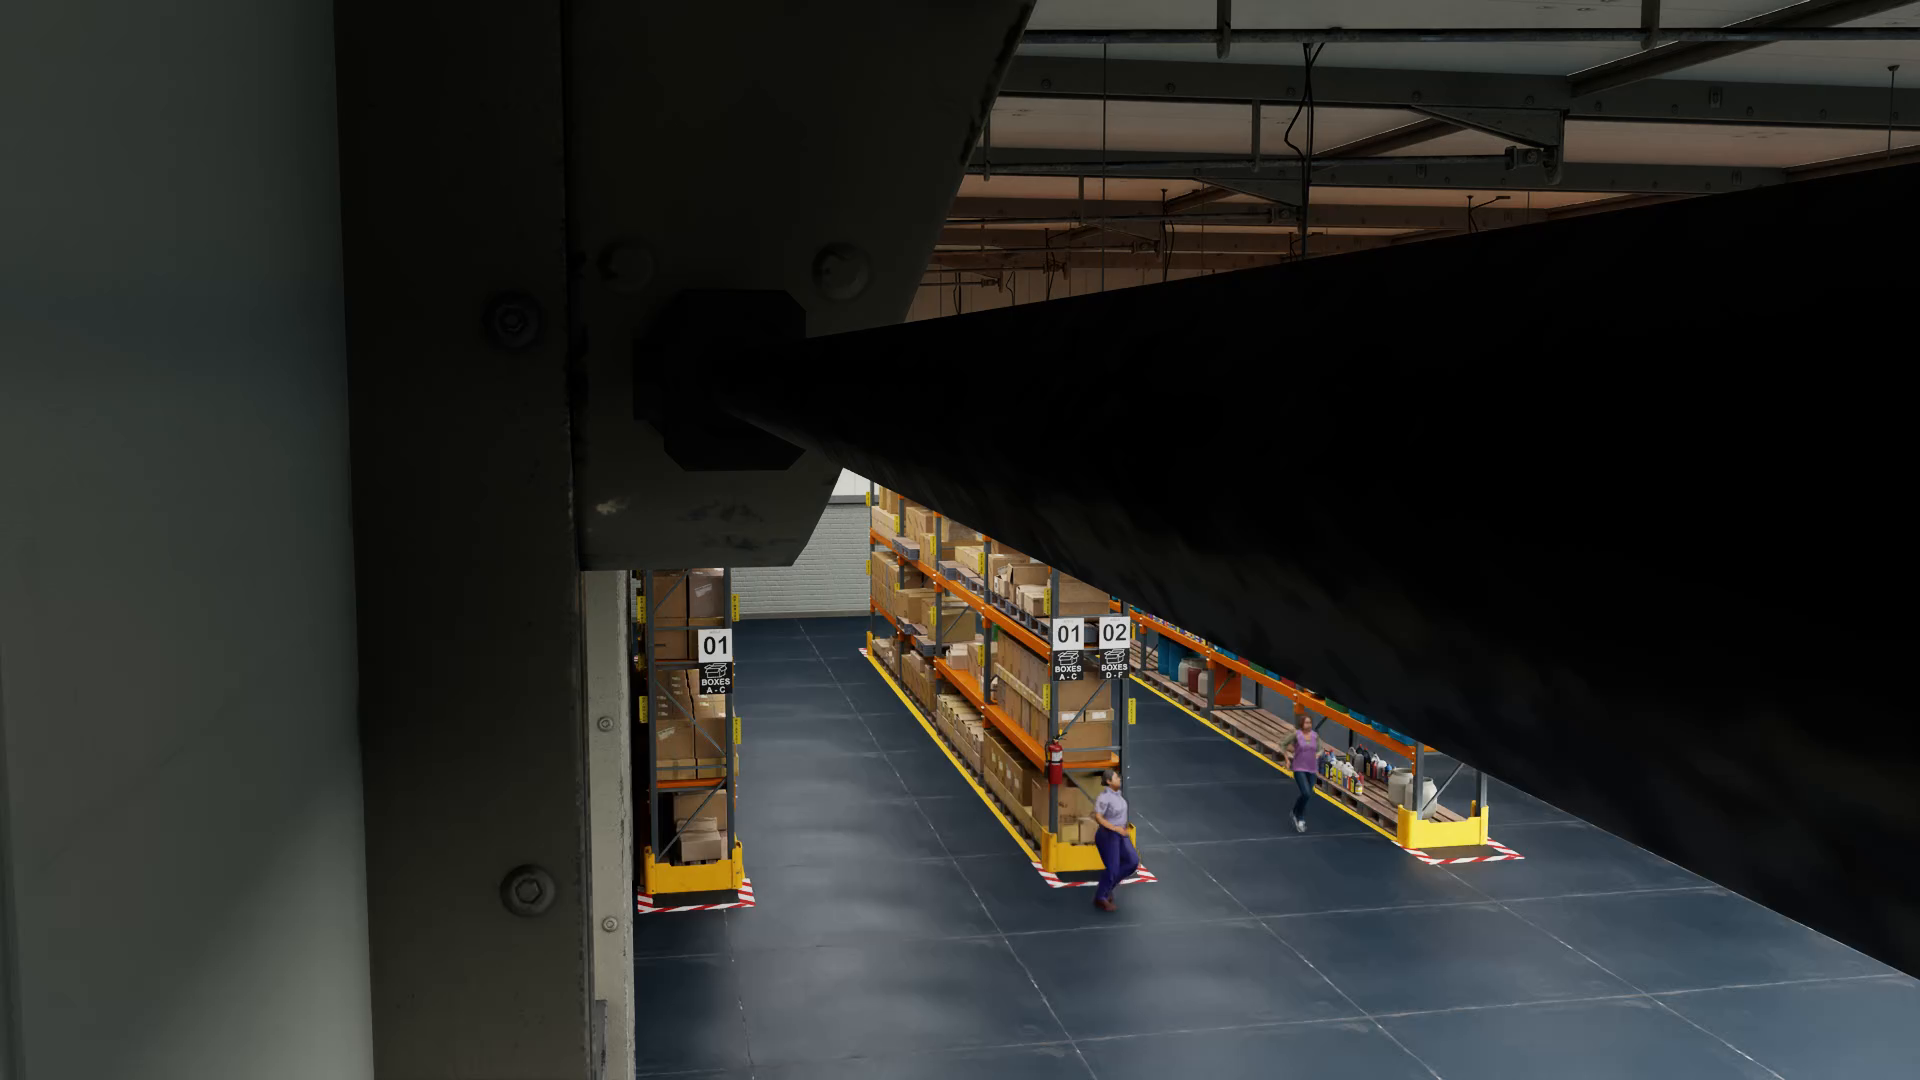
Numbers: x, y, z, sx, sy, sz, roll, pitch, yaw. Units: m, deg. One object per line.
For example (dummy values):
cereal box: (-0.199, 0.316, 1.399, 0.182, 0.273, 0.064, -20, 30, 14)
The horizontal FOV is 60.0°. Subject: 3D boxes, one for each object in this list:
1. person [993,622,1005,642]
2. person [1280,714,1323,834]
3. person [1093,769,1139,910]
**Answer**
person: (0.790, 1.783, 35.029, 0.642, 1.697, 0.638, -2, 6, -17)
person: (4.689, 3.172, 22.661, 0.503, 1.617, 0.682, -2, 6, -17)
person: (1.834, 3.502, 19.519, 0.504, 1.617, 0.631, 3, 7, 29)
